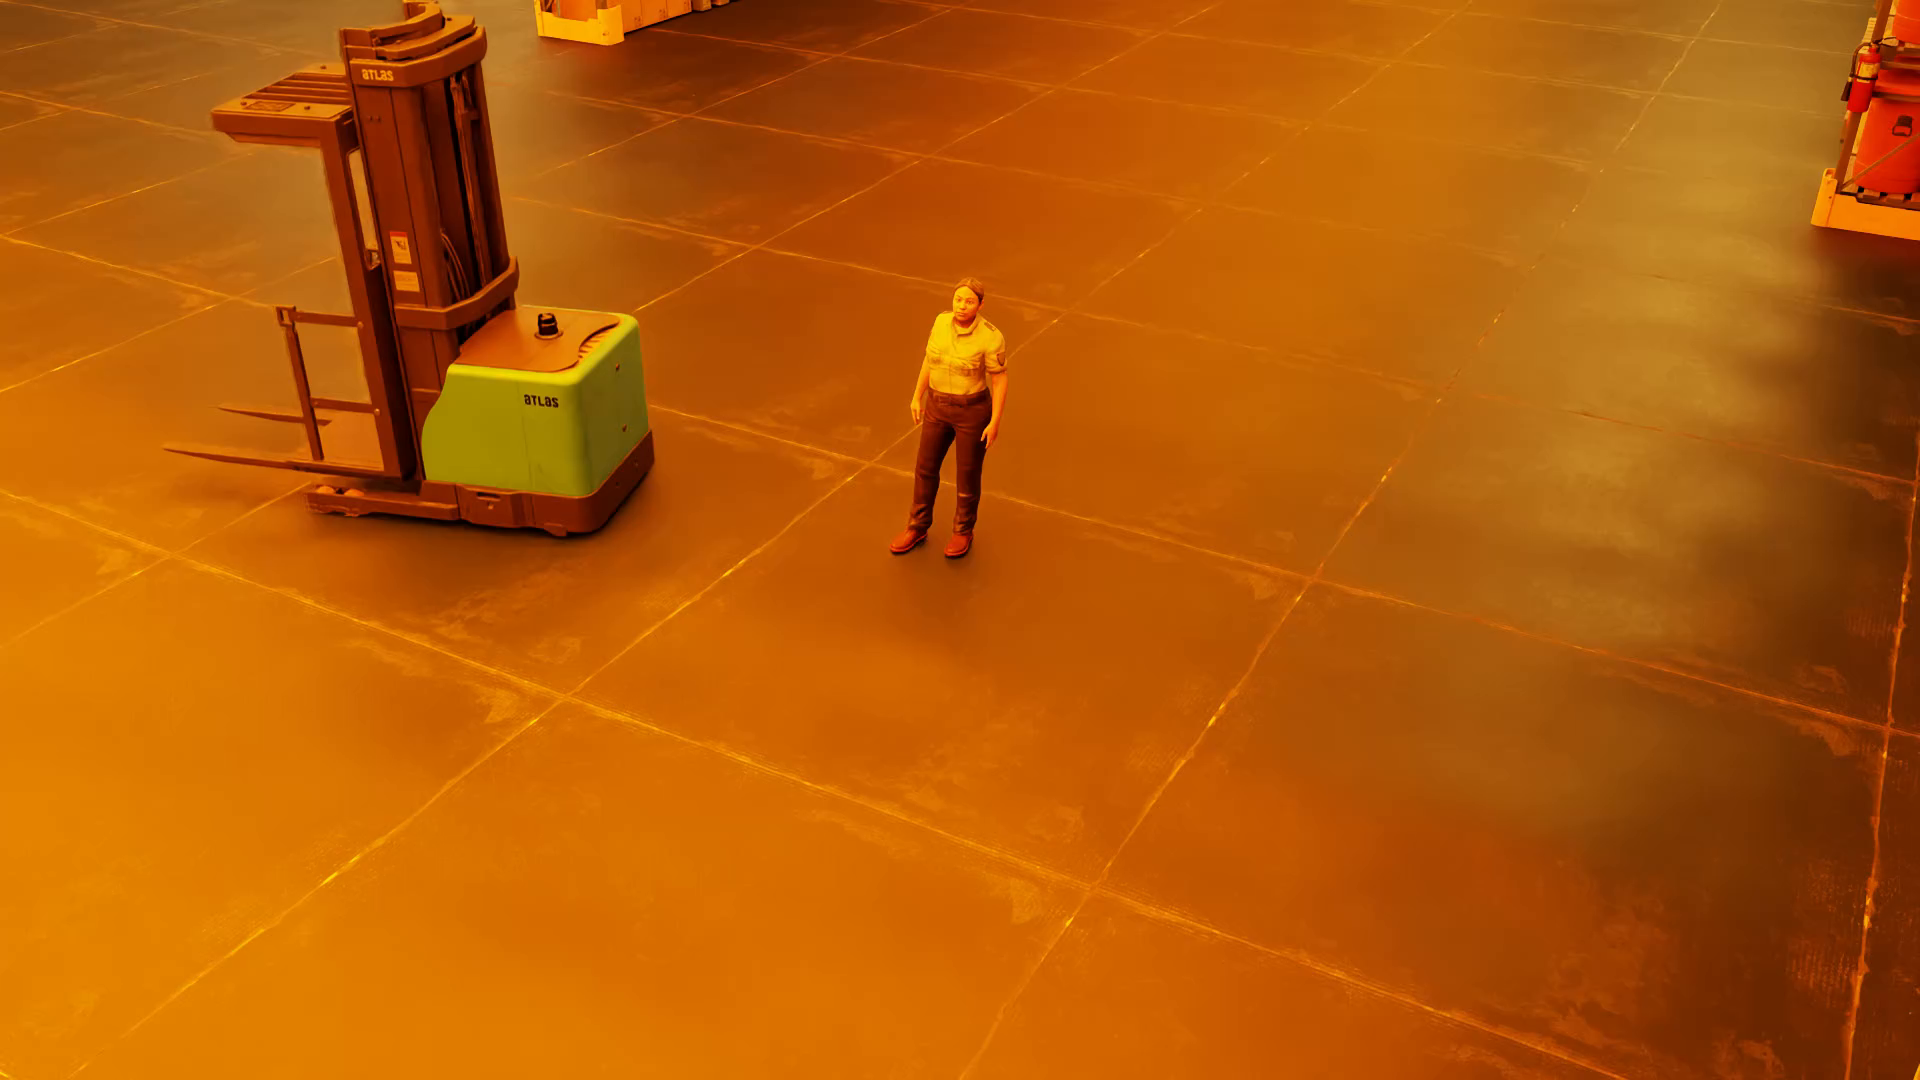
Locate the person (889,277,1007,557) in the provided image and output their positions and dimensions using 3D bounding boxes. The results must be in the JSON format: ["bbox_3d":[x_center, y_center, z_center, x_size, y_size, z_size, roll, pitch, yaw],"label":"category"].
[{"bbox_3d":[-0.064,-0.686,9.529,0.598,1.651,0.502,15,33,25],"label":"person"}]

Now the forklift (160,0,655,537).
[{"bbox_3d":[-3.541,-1.661,9.949,3.031,2.935,1.130,6,31,11],"label":"forklift"}]
